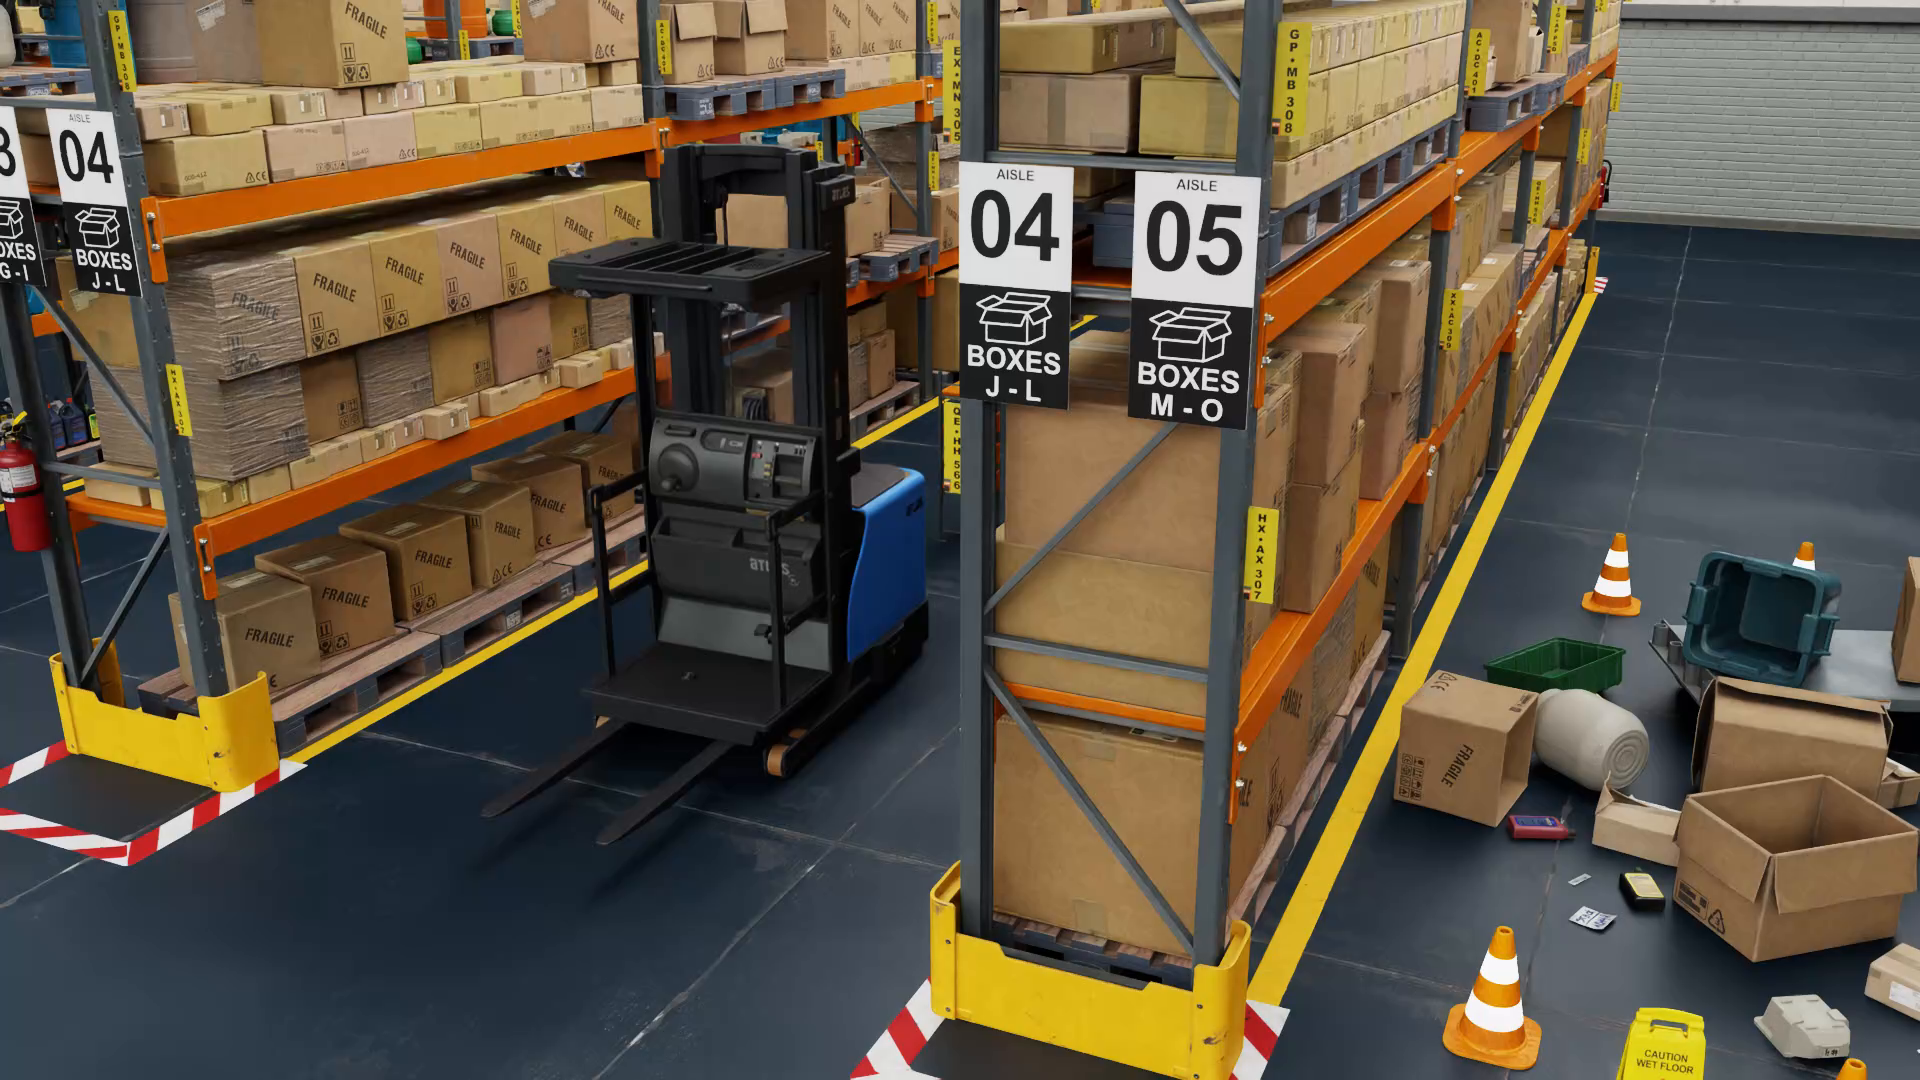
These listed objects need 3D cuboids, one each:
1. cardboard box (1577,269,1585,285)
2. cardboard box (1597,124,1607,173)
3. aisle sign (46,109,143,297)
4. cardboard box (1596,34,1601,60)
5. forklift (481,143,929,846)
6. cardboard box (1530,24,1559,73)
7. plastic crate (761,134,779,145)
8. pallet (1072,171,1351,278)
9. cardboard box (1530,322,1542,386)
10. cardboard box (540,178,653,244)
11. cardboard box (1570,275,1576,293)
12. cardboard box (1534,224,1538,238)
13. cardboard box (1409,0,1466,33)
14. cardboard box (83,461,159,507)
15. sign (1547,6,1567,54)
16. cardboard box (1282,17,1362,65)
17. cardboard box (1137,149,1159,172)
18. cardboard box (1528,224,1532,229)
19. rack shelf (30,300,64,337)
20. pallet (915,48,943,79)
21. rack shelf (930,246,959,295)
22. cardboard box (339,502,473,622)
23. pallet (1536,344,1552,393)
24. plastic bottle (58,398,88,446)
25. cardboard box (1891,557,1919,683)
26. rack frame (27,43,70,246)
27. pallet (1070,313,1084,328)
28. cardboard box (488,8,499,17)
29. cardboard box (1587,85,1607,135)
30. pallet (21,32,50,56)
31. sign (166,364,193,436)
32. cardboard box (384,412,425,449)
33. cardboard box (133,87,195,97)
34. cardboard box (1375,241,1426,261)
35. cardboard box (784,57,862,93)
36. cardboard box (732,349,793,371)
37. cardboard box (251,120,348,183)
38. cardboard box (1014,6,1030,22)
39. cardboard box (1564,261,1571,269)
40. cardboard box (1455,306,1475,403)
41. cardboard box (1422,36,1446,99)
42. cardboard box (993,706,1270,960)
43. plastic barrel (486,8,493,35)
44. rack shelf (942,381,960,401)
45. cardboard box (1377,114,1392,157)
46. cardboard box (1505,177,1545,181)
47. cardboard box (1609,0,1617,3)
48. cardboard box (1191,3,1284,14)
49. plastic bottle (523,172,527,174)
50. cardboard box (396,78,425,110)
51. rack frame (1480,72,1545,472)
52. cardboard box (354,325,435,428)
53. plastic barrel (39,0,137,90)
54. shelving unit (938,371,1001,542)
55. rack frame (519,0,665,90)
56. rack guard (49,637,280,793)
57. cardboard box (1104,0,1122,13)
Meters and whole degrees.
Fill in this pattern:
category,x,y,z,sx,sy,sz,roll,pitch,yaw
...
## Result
category,x,y,z,sx,sy,sz,roll,pitch,yaw
cardboard box,6.994,-3.046,19.186,0.380,0.149,0.250,9,22,24
cardboard box,7.083,-4.488,19.020,0.500,0.500,0.500,9,21,24
aisle sign,-3.755,-1.459,7.215,0.394,0.787,0.004,9,21,23
cardboard box,6.021,-4.853,16.386,0.500,0.250,0.500,8,21,22
forklift,-1.226,-0.374,8.147,1.130,2.935,3.031,8,21,22
cardboard box,4.233,-3.627,12.564,0.500,0.500,0.500,9,21,23
plastic crate,-2.577,-5.151,21.637,0.416,0.233,0.300,9,21,23
pallet,0.775,-1.182,5.973,1.003,0.211,1.213,9,21,23
cardboard box,4.897,-1.697,14.869,0.500,0.500,0.500,8,21,22
cardboard box,-2.299,-2.000,10.531,0.500,0.500,0.500,9,21,23
cardboard box,6.456,-2.785,18.008,0.380,0.149,0.250,9,21,23
cardboard box,4.773,-2.702,14.337,0.380,0.149,0.250,8,21,21
cardboard box,2.259,-2.565,8.138,0.380,0.149,0.250,8,21,22
cardboard box,-4.075,-0.291,8.186,0.380,0.149,0.250,9,21,23
sign,4.259,-3.644,11.872,0.100,0.325,0.005,9,21,23
cardboard box,1.220,-1.789,5.954,0.380,0.149,0.250,9,21,23
cardboard box,0.516,-1.426,6.125,0.380,0.149,0.250,9,21,24
cardboard box,4.559,-2.687,13.851,0.380,0.149,0.250,9,21,23
rack shelf,-7.703,-1.246,11.570,1.077,0.370,4.000,9,21,23
pallet,-0.512,-4.268,14.799,1.213,0.211,1.003,10,22,25
rack shelf,0.092,-3.012,16.536,1.077,0.370,4.000,9,21,23
cardboard box,-3.245,0.121,9.756,0.500,0.500,0.500,11,22,28
pallet,5.077,-1.699,15.931,1.003,0.211,1.213,9,21,23
plastic bottle,-6.885,-0.919,12.874,0.144,0.351,0.185,8,21,21
cardboard box,5.039,0.429,8.387,0.500,0.500,0.500,9,21,23
rack frame,-9.763,-4.100,18.521,1.000,3.000,0.127,9,21,23
pallet,0.663,-2.402,17.909,1.003,0.211,1.213,9,21,23
cardboard box,-6.865,-7.389,23.517,0.500,0.250,0.500,9,21,23
cardboard box,6.660,-4.643,17.963,0.500,0.500,0.500,10,22,25
pallet,-9.960,-5.205,17.432,1.213,0.211,1.003,10,22,25
sign,-3.508,-0.628,7.465,0.100,0.325,0.005,9,21,23
cardboard box,-3.163,-0.613,9.091,0.380,0.149,0.250,9,21,23
cardboard box,-3.949,-2.114,8.090,0.380,0.149,0.250,8,21,20
cardboard box,1.936,-1.277,8.747,0.875,0.550,0.550,9,21,23
cardboard box,-1.097,-3.597,12.853,0.500,0.250,0.500,9,22,24
cardboard box,-1.425,-1.216,13.486,0.700,0.500,0.500,11,22,27
cardboard box,-3.365,-1.907,8.102,0.500,0.250,0.500,8,21,21
cardboard box,0.379,-5.209,16.668,0.500,0.311,0.500,8,21,21
cardboard box,6.388,-2.937,17.991,0.380,0.149,0.250,9,21,23
cardboard box,2.785,-1.131,10.023,0.500,0.500,0.500,9,21,23
cardboard box,1.944,-2.193,7.686,0.500,0.250,0.500,8,21,22
cardboard box,0.698,1.004,6.713,0.875,0.875,0.875,9,21,23
plastic barrel,-4.941,-5.313,17.035,0.301,0.262,0.301,0,20,0
rack shelf,0.068,-0.986,11.278,0.258,0.148,0.480,9,21,23
cardboard box,1.534,-1.647,6.746,0.380,0.149,0.250,9,21,23
cardboard box,4.874,-3.063,14.465,0.380,0.149,0.250,8,21,20
cardboard box,6.860,-5.862,17.881,0.380,0.149,0.250,9,21,24
cardboard box,1.243,-2.344,7.517,0.380,0.149,0.250,9,21,23
plastic bottle,-4.794,-3.933,18.224,0.061,0.283,0.133,9,21,23
cardboard box,-3.056,-2.353,8.760,0.380,0.149,0.250,8,21,22
rack frame,3.756,-2.028,12.695,1.000,3.000,0.127,9,21,23
cardboard box,-3.414,-0.962,9.104,0.875,0.500,0.500,9,21,23
plastic barrel,-6.874,-4.031,13.103,0.600,0.901,0.708,9,21,23
shelving unit,0.068,-0.616,11.410,0.258,1.200,0.503,9,21,23
rack frame,-2.365,-4.344,10.252,1.000,3.000,0.127,9,21,23
rack guard,-3.972,0.860,8.303,1.175,0.500,0.348,9,21,23
cardboard box,1.401,-6.079,18.684,0.700,0.500,0.500,10,22,25
